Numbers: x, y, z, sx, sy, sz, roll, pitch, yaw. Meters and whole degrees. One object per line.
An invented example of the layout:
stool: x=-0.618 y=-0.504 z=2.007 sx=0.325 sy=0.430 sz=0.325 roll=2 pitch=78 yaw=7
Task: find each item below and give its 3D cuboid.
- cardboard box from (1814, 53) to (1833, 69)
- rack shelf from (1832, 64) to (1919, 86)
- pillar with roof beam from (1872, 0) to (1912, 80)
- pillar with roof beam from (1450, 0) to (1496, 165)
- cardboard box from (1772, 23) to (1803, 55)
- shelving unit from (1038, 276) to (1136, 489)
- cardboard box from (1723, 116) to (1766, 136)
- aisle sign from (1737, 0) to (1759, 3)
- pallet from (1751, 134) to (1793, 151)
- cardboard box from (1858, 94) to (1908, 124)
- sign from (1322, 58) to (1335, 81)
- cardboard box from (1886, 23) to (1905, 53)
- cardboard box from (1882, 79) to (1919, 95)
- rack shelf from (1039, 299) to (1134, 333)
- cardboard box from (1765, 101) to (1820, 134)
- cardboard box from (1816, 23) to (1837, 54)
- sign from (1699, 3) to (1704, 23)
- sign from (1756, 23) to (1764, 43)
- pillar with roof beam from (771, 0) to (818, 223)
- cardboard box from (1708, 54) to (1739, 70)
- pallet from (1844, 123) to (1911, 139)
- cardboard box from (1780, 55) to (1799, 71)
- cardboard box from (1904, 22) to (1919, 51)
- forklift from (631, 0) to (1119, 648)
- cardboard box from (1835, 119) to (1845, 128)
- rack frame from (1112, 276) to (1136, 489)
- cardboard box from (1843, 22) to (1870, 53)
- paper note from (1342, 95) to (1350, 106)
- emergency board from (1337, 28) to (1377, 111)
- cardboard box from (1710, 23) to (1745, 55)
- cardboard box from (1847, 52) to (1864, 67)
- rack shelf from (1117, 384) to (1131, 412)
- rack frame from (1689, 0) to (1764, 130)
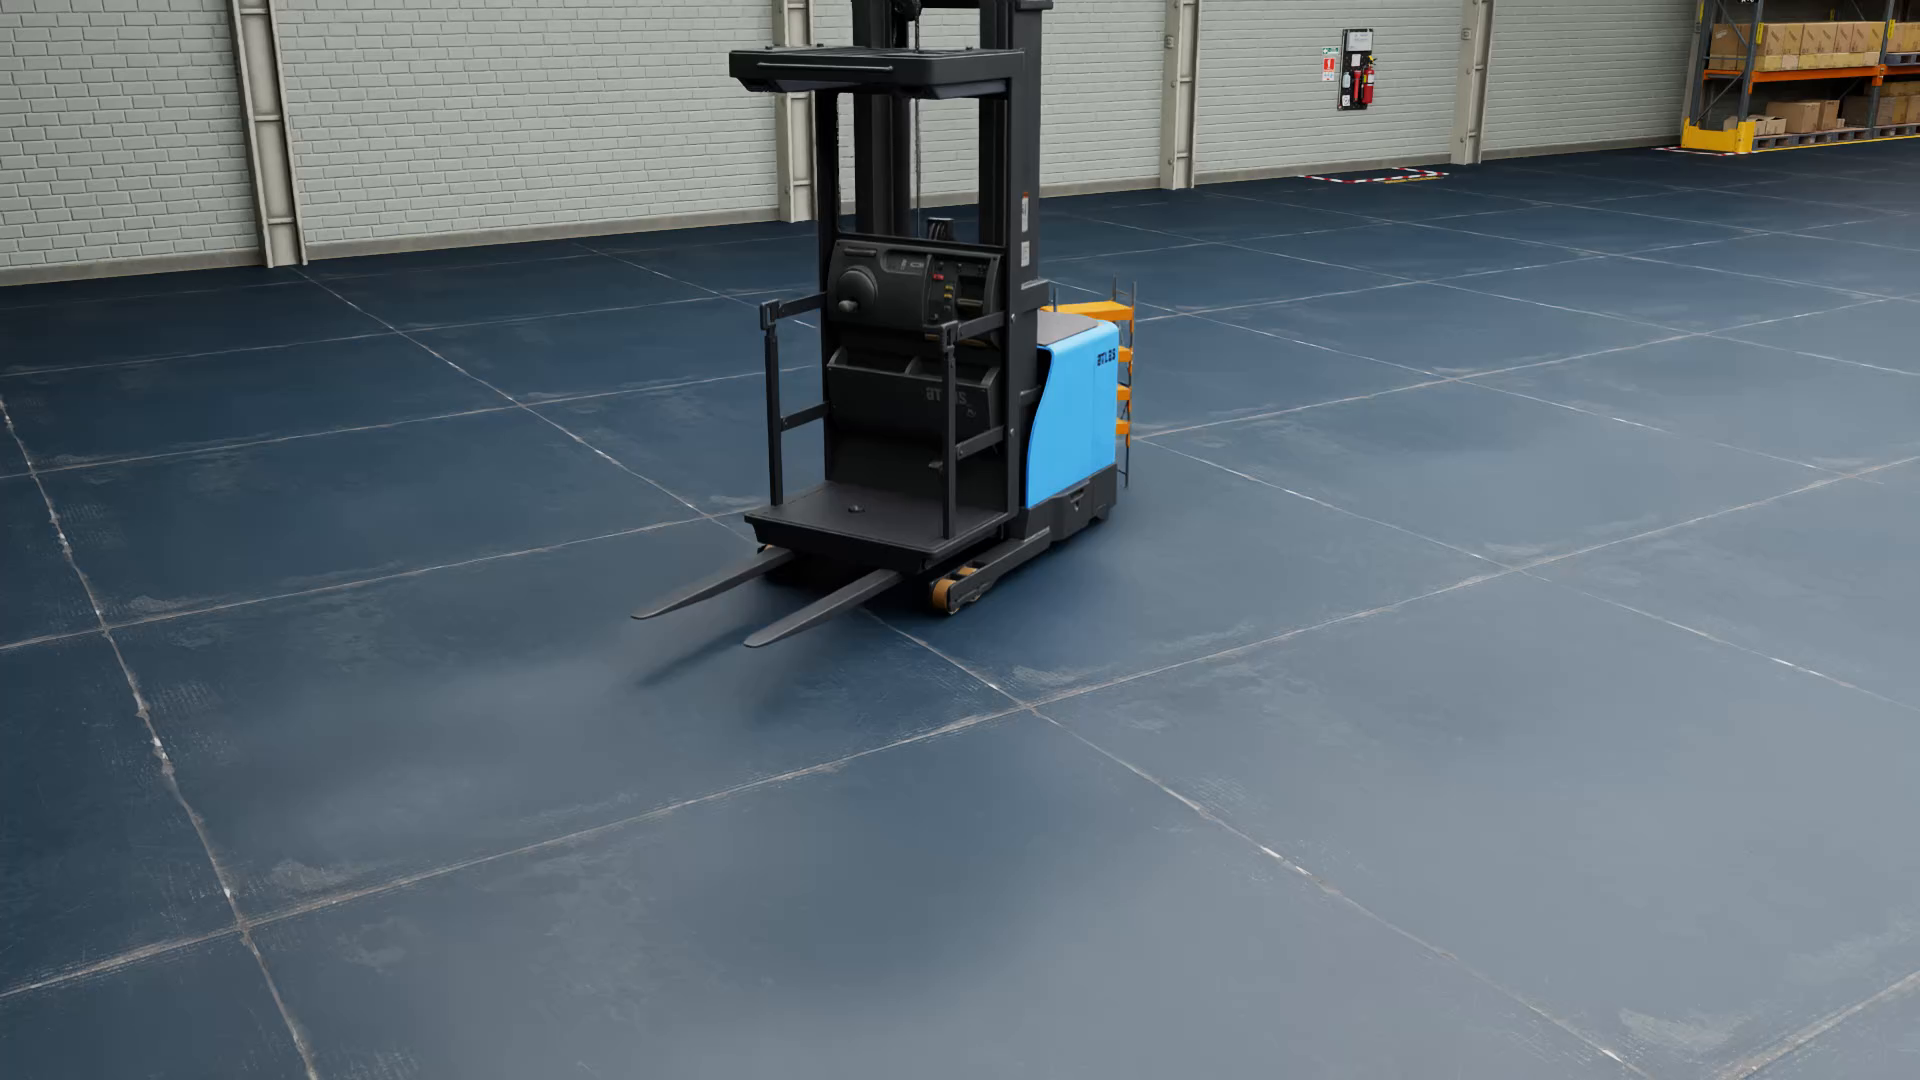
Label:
cardboard box: x=14.821 y=-8.354 z=28.974 sx=0.500 sy=0.250 sz=0.500 roll=-12 pitch=22 yaw=-31
rack shelf: x=17.972 y=-8.859 z=31.388 sx=4.000 sy=0.370 sz=1.077 roll=-12 pitch=22 yaw=-31
pillar with roof beam: x=20.448 y=-11.245 z=27.955 sx=0.400 sy=9.000 sz=9.100 roll=-12 pitch=22 yaw=-31
pillar with roof beam: x=10.426 y=-9.131 z=21.702 sx=0.400 sy=9.000 sz=9.100 roll=-12 pitch=22 yaw=-31
cardboard box: x=13.943 y=-8.524 z=28.307 sx=0.500 sy=0.500 sz=0.500 roll=-12 pitch=22 yaw=-31
shelving unit: x=0.700 y=-0.865 z=9.431 sx=0.503 sy=1.200 sz=0.258 roll=-8 pitch=20 yaw=-23
cardboard box: x=13.588 y=-7.175 z=28.796 sx=0.500 sy=0.311 sz=0.500 roll=-15 pitch=24 yaw=-37
aisle sign: x=13.066 y=-9.281 z=27.455 sx=0.004 sy=0.787 sz=0.394 roll=-12 pitch=22 yaw=-31
pallet: x=13.722 y=-6.969 z=29.028 sx=1.213 sy=0.211 sz=1.003 roll=-12 pitch=22 yaw=-31
cardboard box: x=17.311 y=-8.110 z=31.266 sx=0.500 sy=0.500 sz=0.700 roll=-12 pitch=22 yaw=-32
sign: x=5.455 y=-6.962 z=24.600 sx=0.234 sy=0.329 sz=0.001 roll=-12 pitch=22 yaw=-31
cardboard box: x=16.745 y=-9.183 z=30.382 sx=0.500 sy=0.500 sz=0.700 roll=-12 pitch=22 yaw=-31
cardboard box: x=17.705 y=-8.532 z=31.343 sx=0.500 sy=0.250 sz=0.500 roll=-13 pitch=22 yaw=-33
rack shelf: x=0.700 y=-1.238 z=9.305 sx=0.480 sy=0.148 sz=0.258 roll=-8 pitch=20 yaw=-23
cardboard box: x=14.704 y=-7.481 z=29.405 sx=0.500 sy=0.500 sz=0.700 roll=-14 pitch=23 yaw=-35
cardboard box: x=14.803 y=-8.708 z=28.850 sx=0.500 sy=0.500 sz=0.500 roll=-11 pitch=22 yaw=-30
sign: x=12.672 y=-8.993 z=28.360 sx=0.005 sy=0.325 sz=0.100 roll=-12 pitch=22 yaw=-31
sign: x=13.259 y=-8.408 z=27.578 sx=0.005 sy=0.325 sz=0.100 roll=-12 pitch=22 yaw=-31
pillar with roof beam: x=0.404 y=-7.017 z=15.450 sx=0.400 sy=9.000 sz=9.100 roll=-12 pitch=22 yaw=-31
cardboard box: x=13.244 y=-8.215 z=28.564 sx=0.500 sy=0.250 sz=0.500 roll=-12 pitch=22 yaw=-31
pallet: x=16.951 y=-7.664 z=31.084 sx=1.213 sy=0.211 sz=1.003 roll=-12 pitch=22 yaw=-31
cardboard box: x=13.969 y=-8.177 z=28.452 sx=0.500 sy=0.250 sz=0.500 roll=-13 pitch=22 yaw=-33
cardboard box: x=17.749 y=-9.404 z=31.035 sx=0.500 sy=0.500 sz=0.700 roll=-9 pitch=21 yaw=-24
forklift: x=-0.336 y=-1.211 z=7.751 sx=1.130 sy=2.935 sz=3.031 roll=11 pitch=22 yaw=29
cardboard box: x=15.871 y=-7.611 z=30.311 sx=0.250 sy=0.166 sz=0.380 roll=-16 pitch=24 yaw=-38
rack frame: x=0.922 y=-0.897 z=9.525 sx=0.015 sy=1.200 sz=0.240 roll=-8 pitch=20 yaw=-23
cardboard box: x=15.663 y=-8.885 z=29.375 sx=0.500 sy=0.500 sz=0.500 roll=-12 pitch=22 yaw=-32
paper note: x=5.788 y=-6.585 z=24.915 sx=0.142 sy=0.148 sz=0.016 roll=-12 pitch=22 yaw=-31
emergency board: x=5.974 y=-7.015 z=24.812 sx=0.643 sy=1.169 sz=0.194 roll=-12 pitch=22 yaw=-31
cardboard box: x=13.237 y=-8.576 z=28.461 sx=0.500 sy=0.500 sz=0.500 roll=-12 pitch=22 yaw=-32
cardboard box: x=15.652 y=-8.535 z=29.511 sx=0.500 sy=0.250 sz=0.500 roll=-12 pitch=22 yaw=-31
rack shelf: x=0.700 y=-0.802 z=9.452 sx=0.480 sy=0.148 sz=0.258 roll=-8 pitch=20 yaw=-23
rack frame: x=12.961 y=-8.143 z=28.146 sx=0.127 sy=3.000 sz=1.000 roll=-12 pitch=22 yaw=-31
